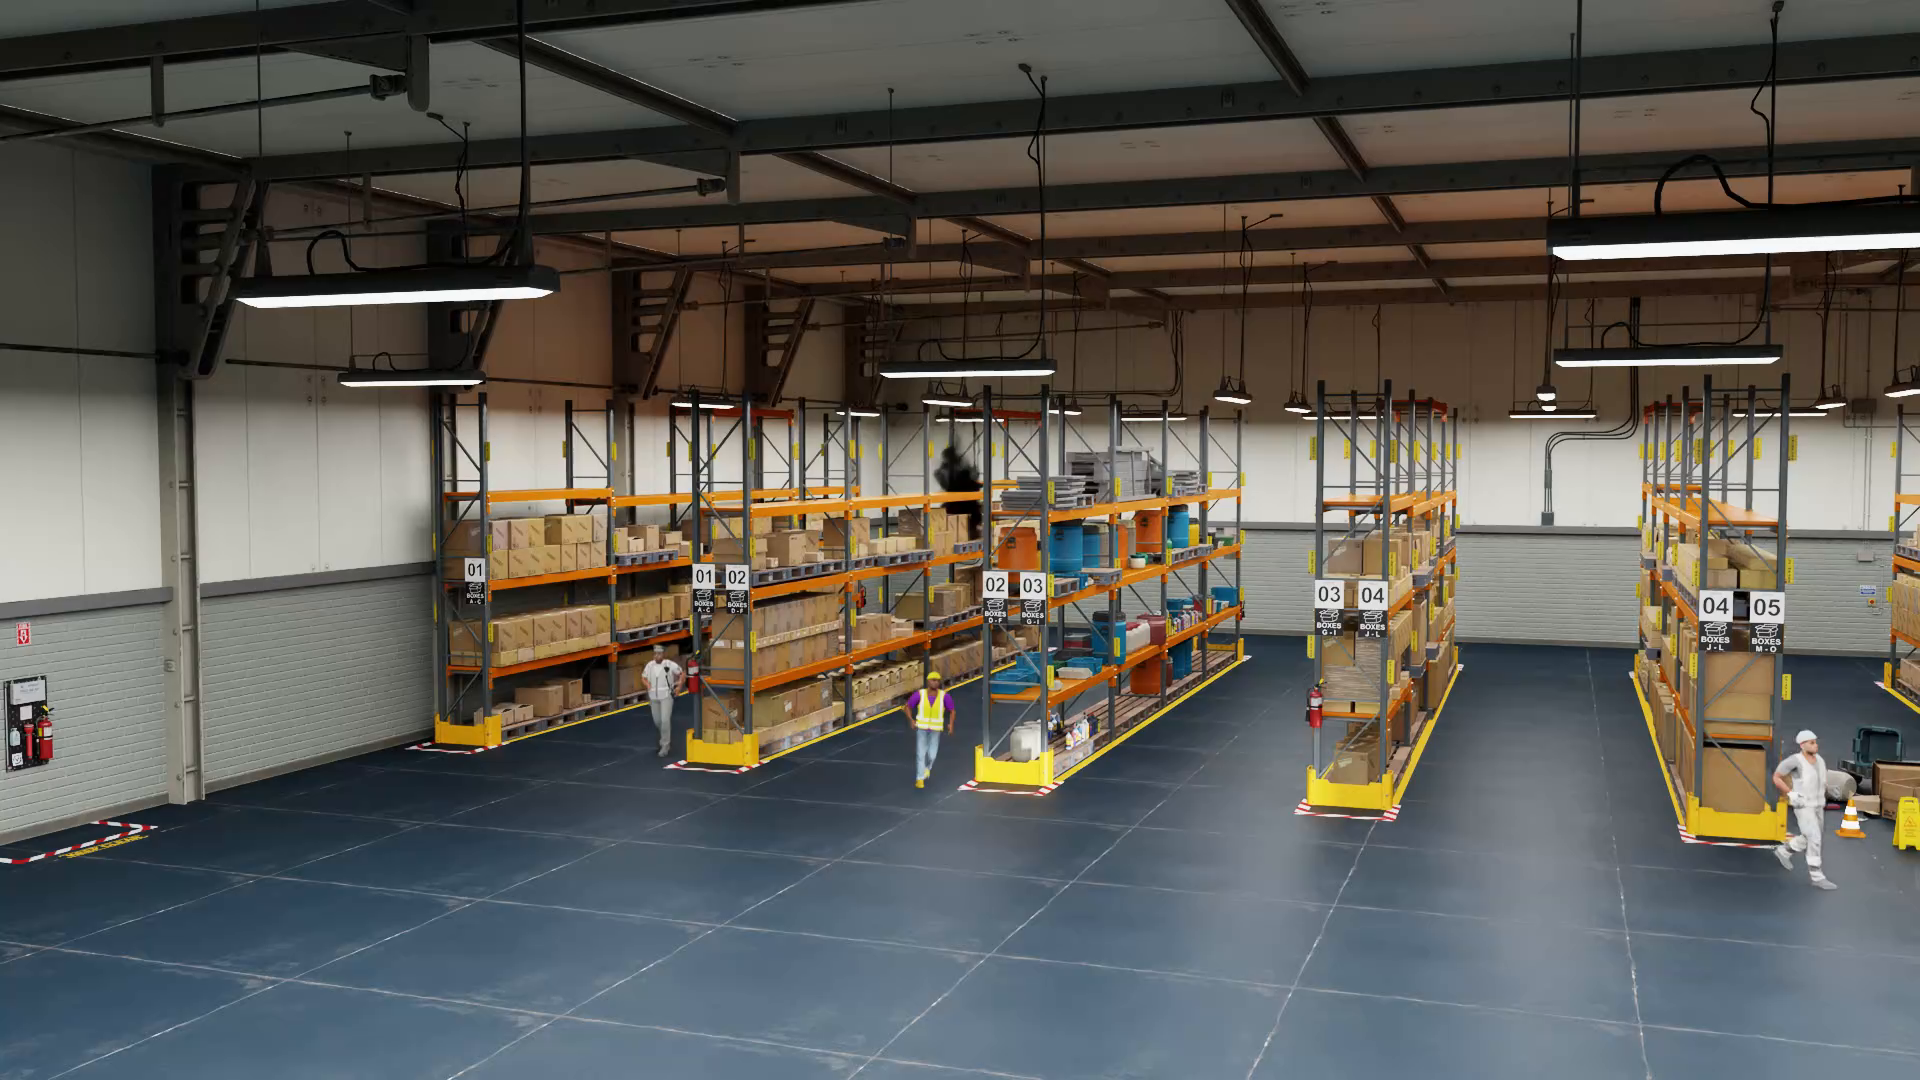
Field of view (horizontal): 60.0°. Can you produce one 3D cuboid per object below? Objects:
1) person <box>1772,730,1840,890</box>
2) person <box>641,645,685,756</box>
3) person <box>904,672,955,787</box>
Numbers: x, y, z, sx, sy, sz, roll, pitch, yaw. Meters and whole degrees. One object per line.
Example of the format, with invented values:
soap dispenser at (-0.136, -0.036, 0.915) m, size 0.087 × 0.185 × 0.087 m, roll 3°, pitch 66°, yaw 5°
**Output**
person at (9.741, 3.070, 19.184) m, size 0.669 × 1.771 × 0.895 m, roll -1°, pitch 3°, yaw -22°
person at (-4.977, 2.640, 27.757) m, size 0.703 × 1.817 × 0.905 m, roll 1°, pitch 3°, yaw 12°
person at (-0.448, 2.825, 24.856) m, size 0.772 × 1.715 × 0.529 m, roll 0°, pitch 3°, yaw -5°
